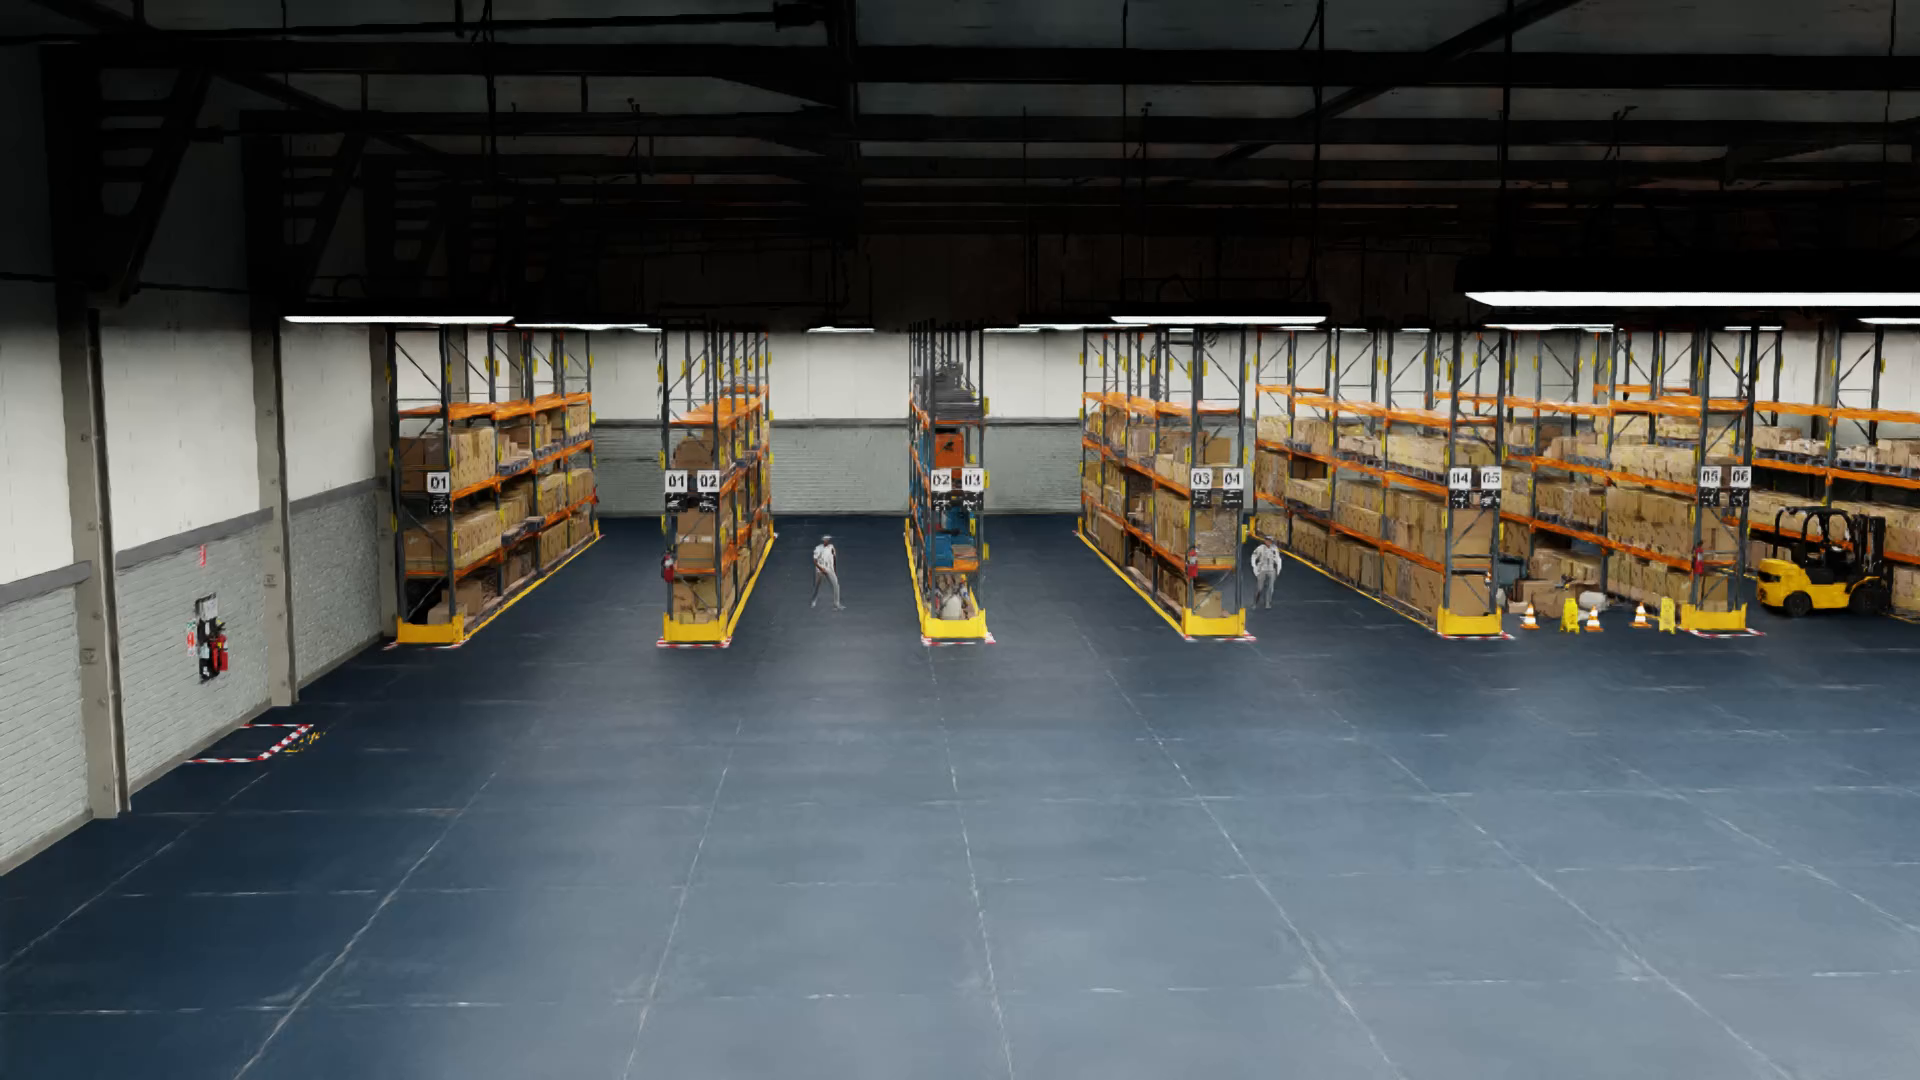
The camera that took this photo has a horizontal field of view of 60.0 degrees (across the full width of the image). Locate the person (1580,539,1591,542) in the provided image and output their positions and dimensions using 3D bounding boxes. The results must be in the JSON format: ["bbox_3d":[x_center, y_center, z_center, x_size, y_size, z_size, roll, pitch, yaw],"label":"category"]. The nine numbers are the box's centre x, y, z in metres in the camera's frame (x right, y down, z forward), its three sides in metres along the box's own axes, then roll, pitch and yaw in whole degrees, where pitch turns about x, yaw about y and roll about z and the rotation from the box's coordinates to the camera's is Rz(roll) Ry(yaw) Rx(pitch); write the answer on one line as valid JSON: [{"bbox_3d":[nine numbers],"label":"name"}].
[{"bbox_3d":[17.467,-0.762,46.128,0.427,1.617,0.438,1,7,6],"label":"person"}]

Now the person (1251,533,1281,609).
[{"bbox_3d":[6.373,0.647,34.658,0.639,1.632,0.506,-1,7,-5],"label":"person"}]

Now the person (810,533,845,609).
[{"bbox_3d":[-2.808,0.629,34.765,0.621,1.606,0.828,-3,8,-20],"label":"person"}]
